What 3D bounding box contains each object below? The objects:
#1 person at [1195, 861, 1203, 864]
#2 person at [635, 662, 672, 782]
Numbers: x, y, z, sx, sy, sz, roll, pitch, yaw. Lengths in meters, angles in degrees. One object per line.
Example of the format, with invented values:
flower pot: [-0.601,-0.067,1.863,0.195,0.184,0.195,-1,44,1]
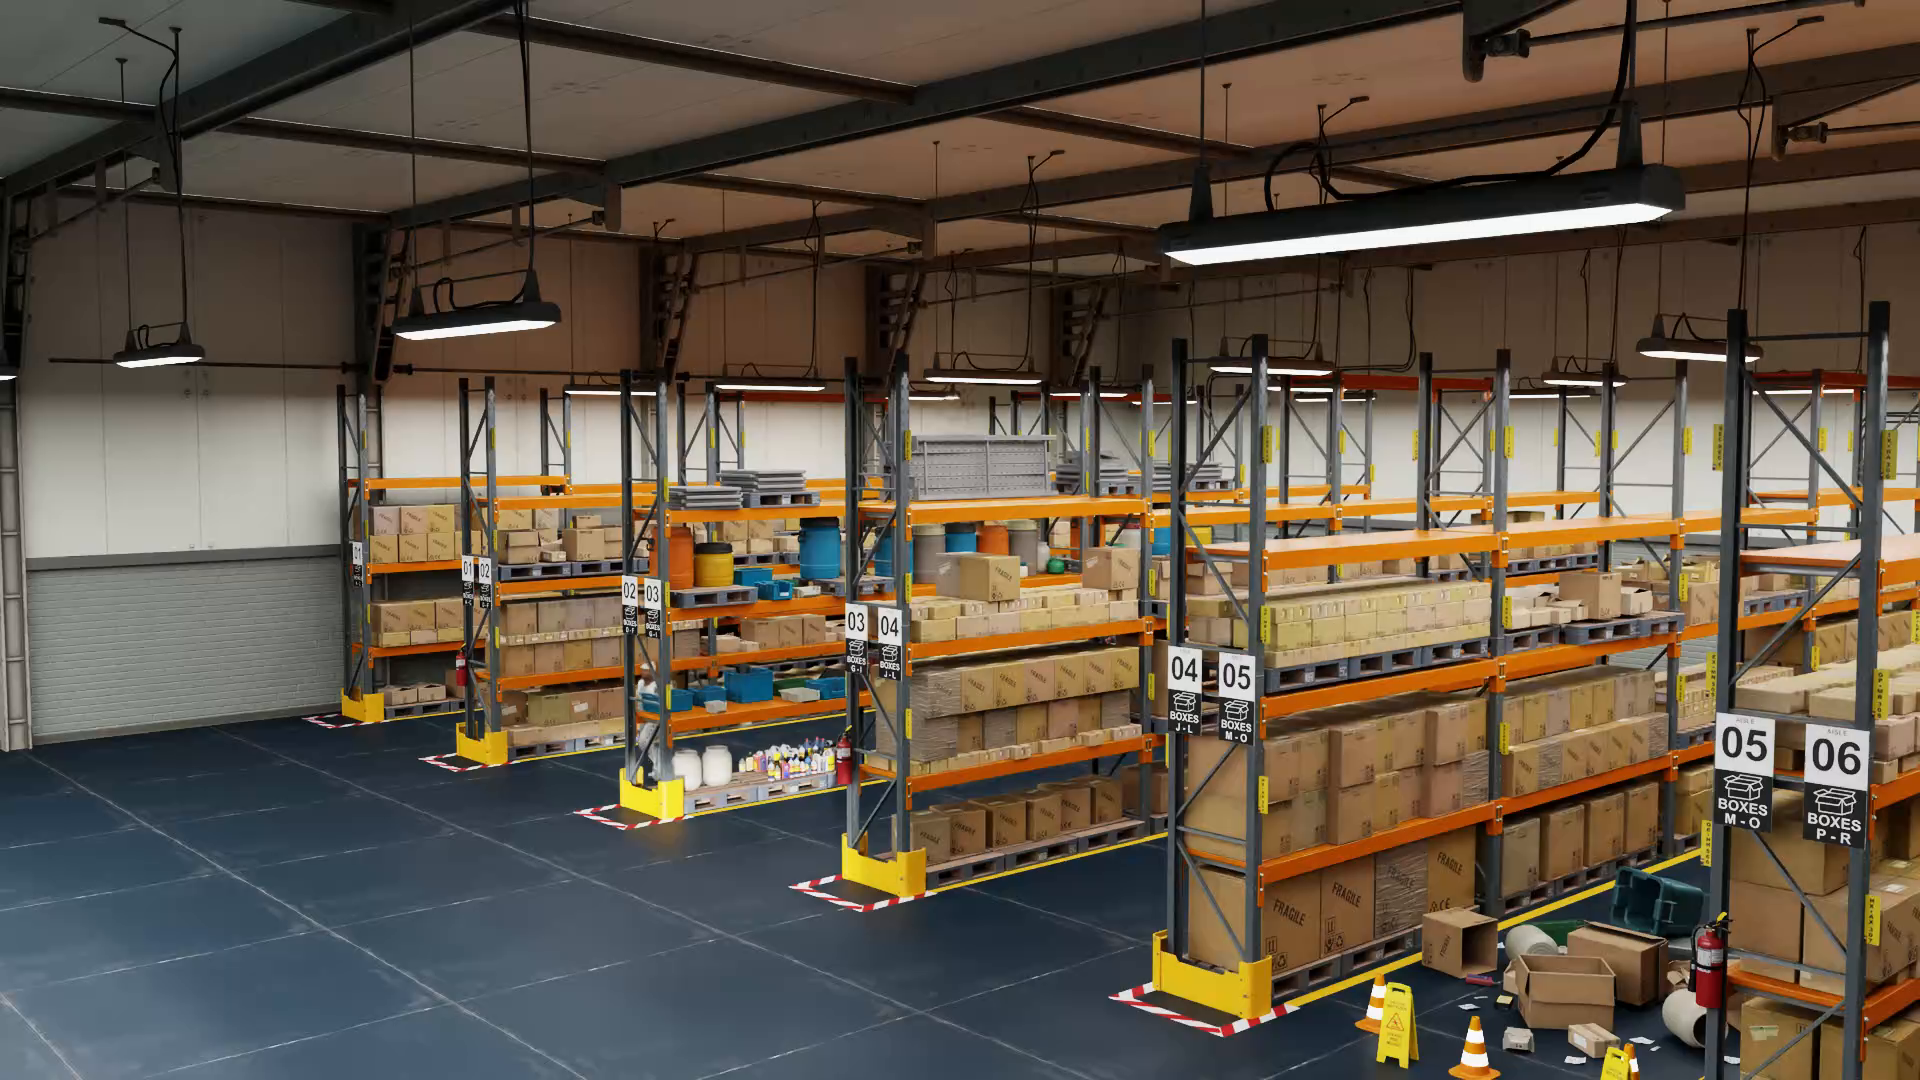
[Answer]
person: [2.757,3.126,17.792,0.657,1.740,0.673,3,5,42]
person: [-4.597,2.681,24.546,0.687,1.794,0.674,4,5,43]
